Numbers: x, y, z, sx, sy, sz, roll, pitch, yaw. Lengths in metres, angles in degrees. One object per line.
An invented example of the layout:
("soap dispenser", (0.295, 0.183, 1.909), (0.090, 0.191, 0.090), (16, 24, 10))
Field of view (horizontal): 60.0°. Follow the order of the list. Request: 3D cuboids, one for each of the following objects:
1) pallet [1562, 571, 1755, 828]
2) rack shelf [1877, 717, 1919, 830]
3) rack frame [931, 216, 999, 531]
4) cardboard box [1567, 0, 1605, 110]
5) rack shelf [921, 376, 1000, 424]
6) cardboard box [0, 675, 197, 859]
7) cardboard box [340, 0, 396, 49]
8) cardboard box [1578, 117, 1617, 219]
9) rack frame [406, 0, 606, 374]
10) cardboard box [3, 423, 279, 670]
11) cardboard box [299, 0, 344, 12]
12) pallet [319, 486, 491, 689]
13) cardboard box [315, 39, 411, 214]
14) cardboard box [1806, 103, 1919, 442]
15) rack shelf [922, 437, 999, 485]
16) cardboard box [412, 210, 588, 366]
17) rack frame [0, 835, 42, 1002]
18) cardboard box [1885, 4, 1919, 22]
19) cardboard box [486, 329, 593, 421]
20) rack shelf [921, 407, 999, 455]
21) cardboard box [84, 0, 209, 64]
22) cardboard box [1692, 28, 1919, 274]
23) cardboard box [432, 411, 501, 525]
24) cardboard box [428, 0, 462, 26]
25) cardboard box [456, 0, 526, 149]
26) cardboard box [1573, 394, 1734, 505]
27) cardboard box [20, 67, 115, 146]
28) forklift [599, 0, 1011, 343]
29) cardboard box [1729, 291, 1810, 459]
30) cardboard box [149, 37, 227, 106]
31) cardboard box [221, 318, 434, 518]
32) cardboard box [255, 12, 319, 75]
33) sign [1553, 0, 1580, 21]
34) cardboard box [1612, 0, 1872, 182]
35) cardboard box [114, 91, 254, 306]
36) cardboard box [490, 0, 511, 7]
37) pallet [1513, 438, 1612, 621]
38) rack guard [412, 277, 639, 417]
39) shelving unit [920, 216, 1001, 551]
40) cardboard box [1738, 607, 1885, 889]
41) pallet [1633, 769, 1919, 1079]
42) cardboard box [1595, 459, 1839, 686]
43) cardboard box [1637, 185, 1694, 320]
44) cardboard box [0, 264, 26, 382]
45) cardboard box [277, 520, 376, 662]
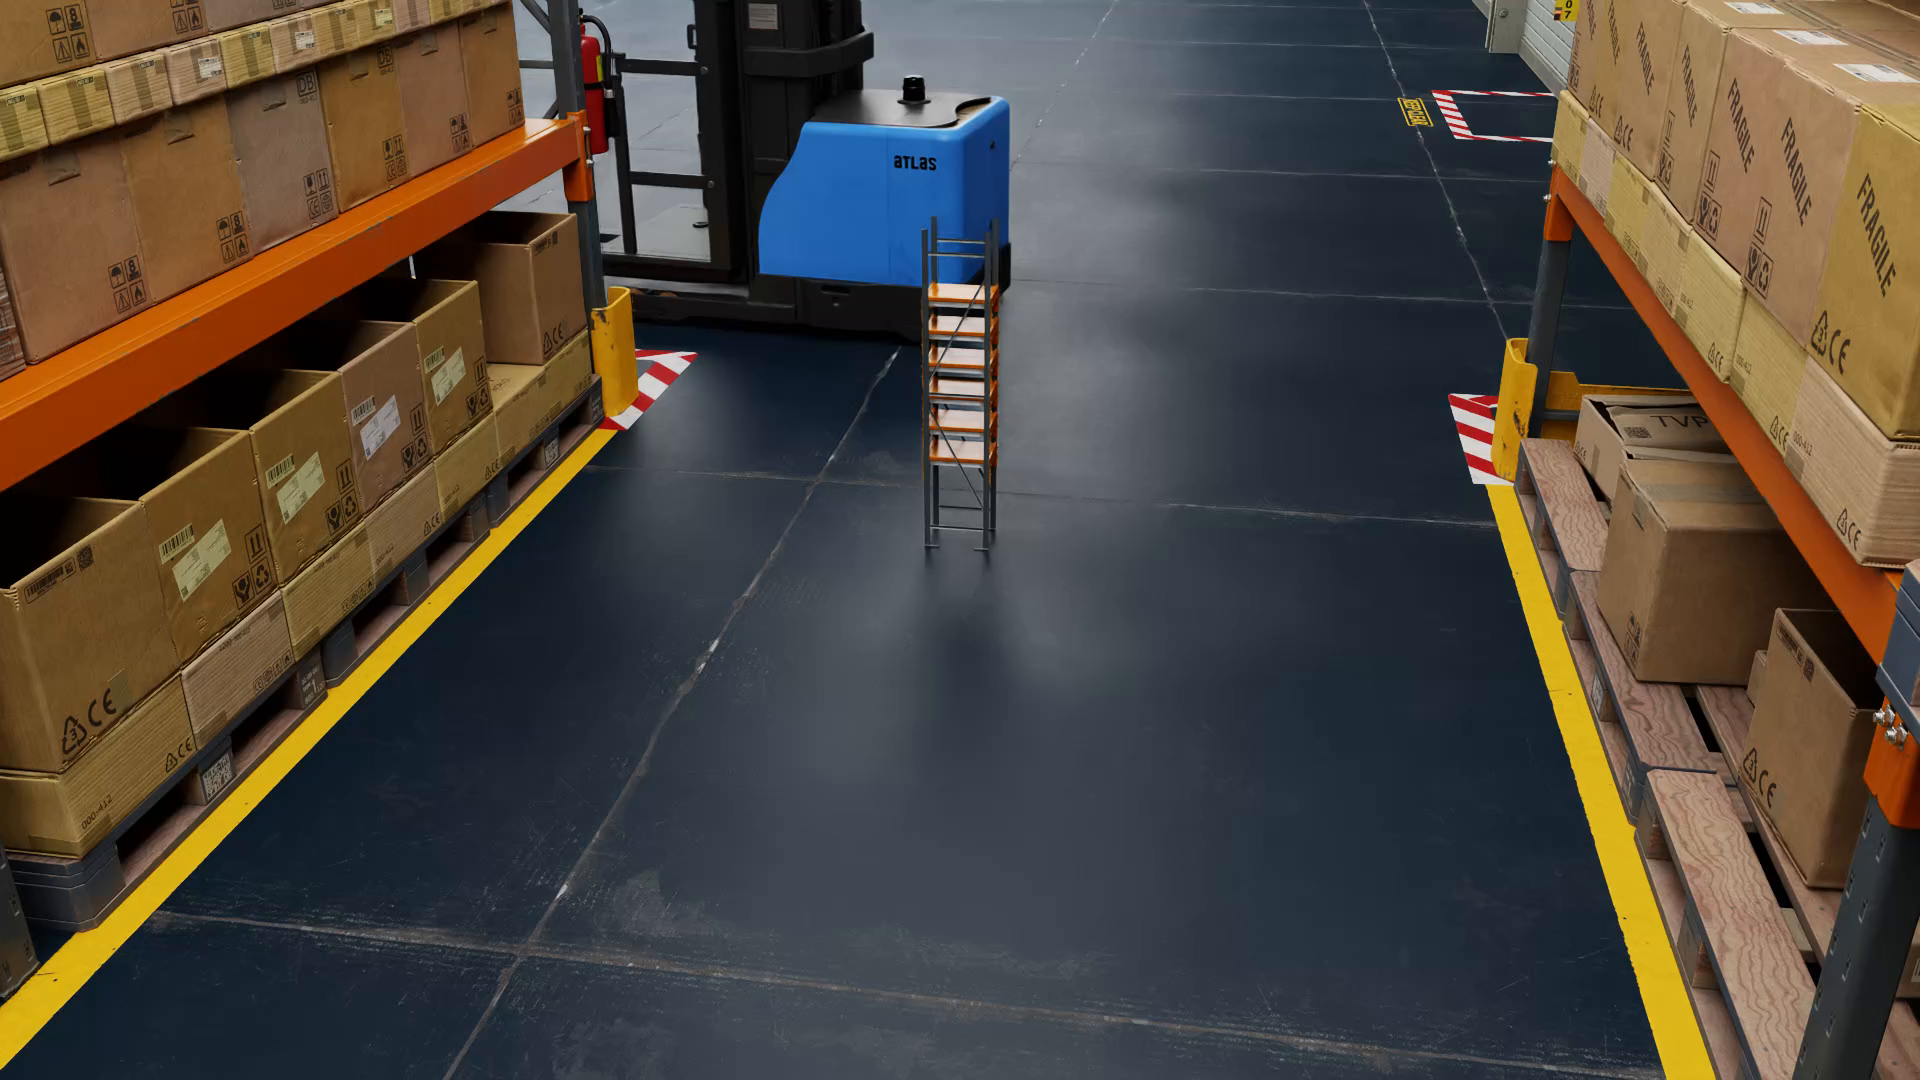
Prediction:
("pallet", (2.427, 0.479, 4.977), (1.003, 0.211, 1.213), (4, 25, 9))
("rack shelf", (1.828, 1.174, 1.053), (1.077, 0.370, 4.000), (4, 25, 9))
("rack frame", (0.017, -0.588, 6.090), (0.240, 1.200, 0.006), (4, 25, 9))
("cardboard box", (2.434, -1.764, 5.748), (0.500, 0.500, 0.500), (4, 25, 9))
("rack shelf", (0.002, -0.509, 6.027), (0.258, 0.103, 0.180), (4, 25, 9))
("cardboard box", (-2.358, 0.552, 4.281), (0.500, 0.250, 0.500), (4, 25, 9))
("cardboard box", (-2.122, -1.738, 5.542), (0.380, 0.149, 0.250), (5, 26, 10))
("cardboard box", (2.345, -1.203, 5.434), (0.500, 0.250, 0.500), (3, 25, 7))
("rack frame", (-2.079, -2.003, 6.992), (1.000, 3.000, 0.127), (4, 25, 9))
("cardboard box", (-2.274, 0.003, 4.568), (0.500, 0.500, 0.500), (4, 25, 9))
("cardboard box", (-2.338, -1.988, 5.312), (0.700, 0.500, 0.500), (4, 25, 9))
("pallet", (-2.364, 0.091, 5.806), (1.003, 0.211, 1.213), (4, 25, 9))
("cardboard box", (-2.336, -1.427, 5.642), (0.700, 0.500, 0.500), (4, 25, 9))
("cardboard box", (1.927, -0.489, 3.024), (0.500, 0.500, 0.500), (4, 25, 8))
("rack shelf", (0.002, -0.292, 6.129), (0.258, 0.103, 0.180), (4, 25, 9))
("cardboard box", (-1.873, -1.043, 6.803), (0.500, 0.500, 0.500), (4, 25, 9))
("rack frame", (-2.732, -0.330, 3.418), (1.000, 3.000, 0.127), (4, 25, 9))
("cardboard box", (2.687, -1.094, 4.317), (0.500, 0.500, 0.500), (4, 25, 9))
("cardboard box", (-1.875, -0.703, 6.963), (0.500, 0.250, 0.500), (4, 25, 9))
("rack shelf", (0.002, -0.401, 6.078), (0.258, 0.103, 0.180), (4, 25, 9))
("cardboard box", (-2.502, -1.570, 4.418), (0.700, 0.500, 0.500), (4, 25, 8))
("cardboard box", (2.096, -0.908, 3.920), (0.500, 0.500, 0.500), (3, 25, 7))
("cardboard box", (-2.025, -0.284, 6.067), (0.500, 0.250, 0.500), (4, 25, 9))
("cardboard box", (-2.036, -1.953, 6.001), (0.380, 0.149, 0.250), (4, 25, 8))
("cardboard box", (-2.168, -1.854, 6.555), (0.700, 0.500, 0.500), (4, 25, 9))
("cardboard box", (2.607, -0.360, 6.134), (0.500, 0.311, 0.500), (1, 25, 3))
("cardboard box", (-2.375, -1.091, 4.160), (0.380, 0.149, 0.250), (4, 25, 8))
("forklift", (-1.302, -2.651, 8.456), (3.031, 2.935, 1.130), (7, 26, 15))
("cardboard box", (2.023, -0.357, 3.627), (0.500, 0.250, 0.500), (4, 25, 9))
("cardboard box", (-2.291, -1.308, 4.622), (0.380, 0.149, 0.250), (3, 25, 7))
("cardboard box", (-2.105, -0.415, 5.461), (0.500, 0.500, 0.500), (4, 25, 9))
("cardboard box", (-2.205, -1.521, 5.077), (0.380, 0.149, 0.250), (4, 25, 8))
("sign", (2.274, -2.091, 6.158), (0.100, 0.325, 0.005), (4, 25, 9))
("cardboard box", (2.253, -1.342, 4.847), (0.500, 0.500, 0.500), (3, 25, 7))
("cardboard box", (-2.500, -0.992, 4.714), (0.700, 0.500, 0.500), (4, 25, 9))
("cardboard box", (-1.953, -2.169, 6.463), (0.380, 0.149, 0.250), (4, 25, 8))
("pallet", (2.629, -0.030, 6.064), (1.003, 0.211, 1.213), (4, 25, 9))
("rack guard", (-2.075, -0.881, 7.543), (1.175, 0.500, 0.348), (4, 25, 9))
("shelving unit", (0.002, -0.549, 6.009), (0.258, 1.200, 0.189), (4, 25, 9))
("cardboard box", (2.285, 0.507, 4.058), (0.500, 0.500, 0.500), (2, 25, 5))
("pallet", (2.230, 0.991, 3.884), (1.003, 0.211, 1.213), (4, 25, 9))
("cardboard box", (2.345, 0.096, 4.936), (0.700, 0.500, 0.500), (2, 25, 5))
("cardboard box", (2.171, -0.779, 4.529), (0.500, 0.250, 0.500), (4, 25, 9))
("cardboard box", (-2.666, -0.562, 3.794), (0.700, 0.500, 0.500), (3, 25, 7))
("cardboard box", (-2.184, 0.134, 5.173), (0.500, 0.250, 0.500), (4, 25, 9))
